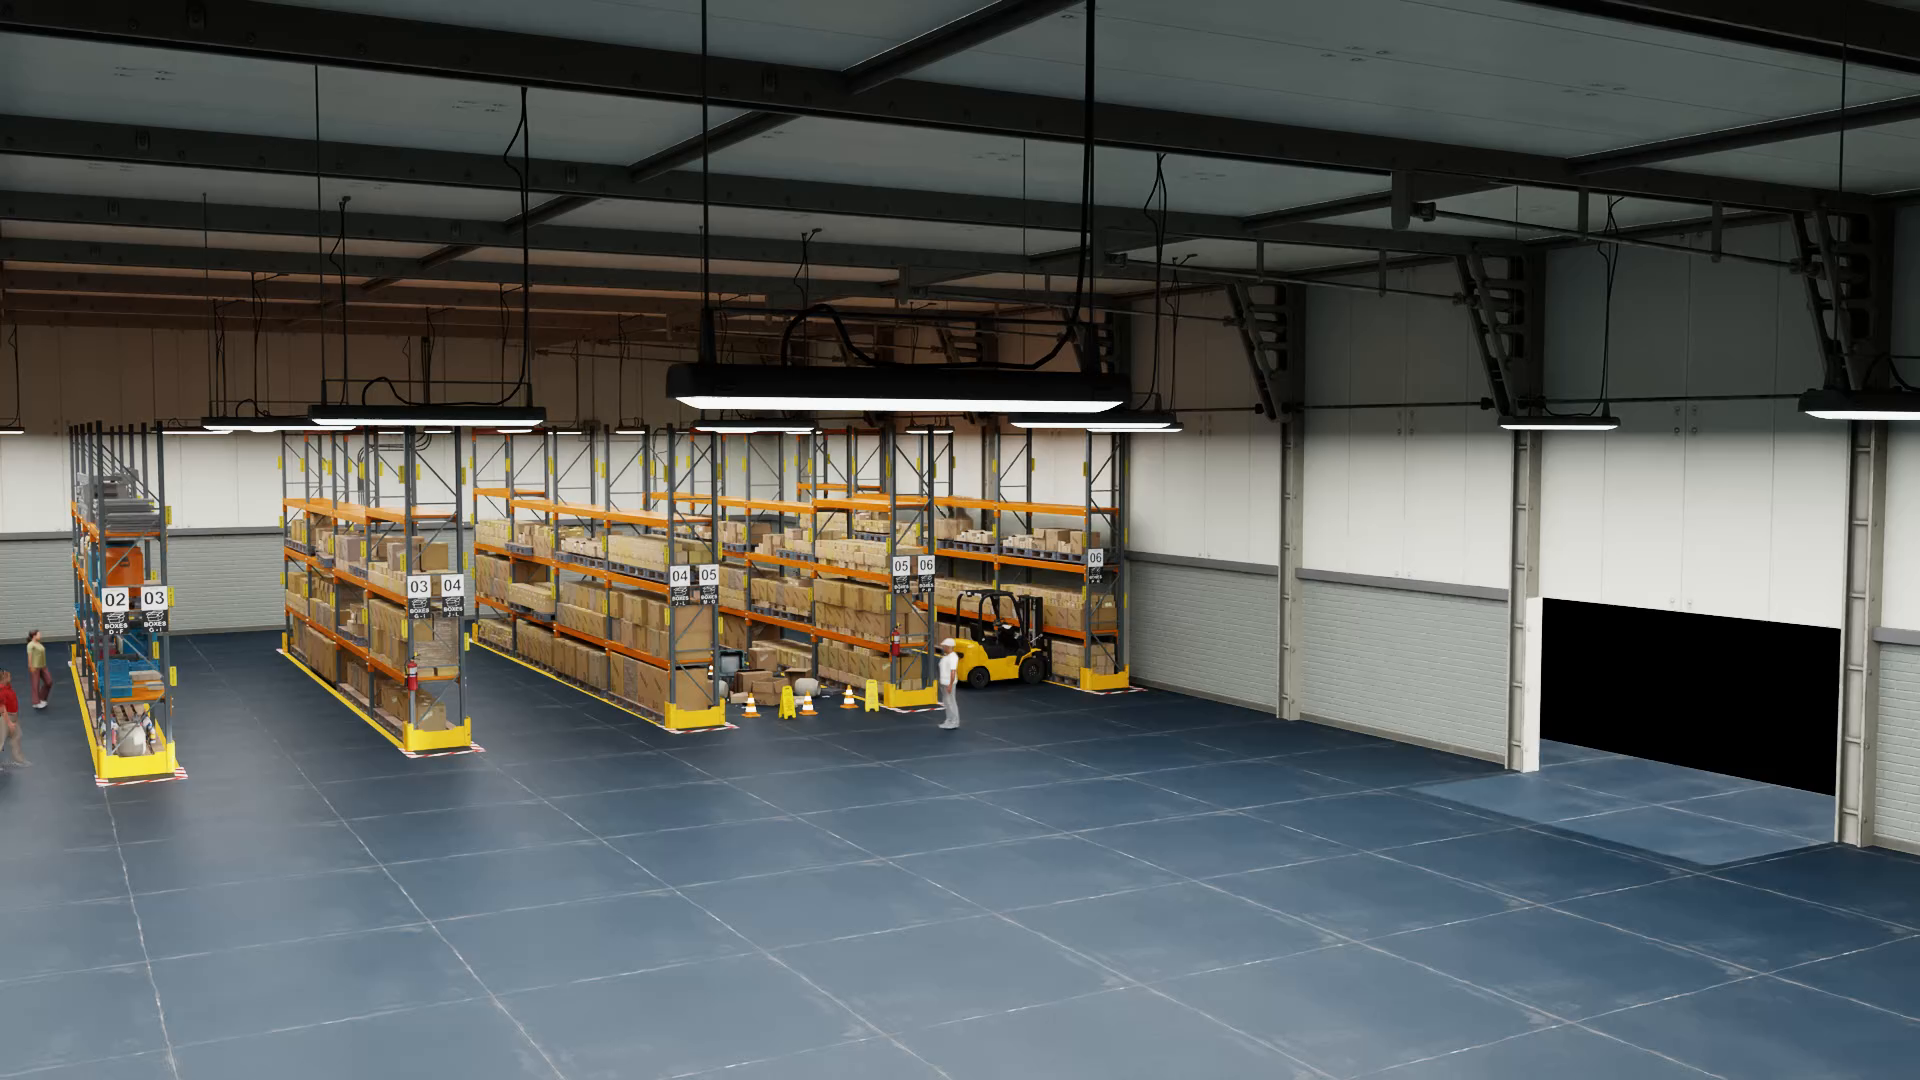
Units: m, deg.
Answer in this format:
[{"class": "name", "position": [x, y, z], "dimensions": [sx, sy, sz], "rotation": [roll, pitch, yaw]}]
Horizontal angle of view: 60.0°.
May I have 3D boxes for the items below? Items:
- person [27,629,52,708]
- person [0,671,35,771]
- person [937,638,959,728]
[{"class": "person", "position": [-19.555, 2.720, 35.247], "dimensions": [0.419, 1.676, 0.487], "rotation": [1, 4, 14]}, {"class": "person", "position": [-16.376, 3.107, 28.622], "dimensions": [0.598, 1.749, 0.697], "rotation": [-1, 4, -10]}, {"class": "person", "position": [-0.215, 2.821, 32.712], "dimensions": [0.379, 1.783, 0.666], "rotation": [-1, 4, -20]}]
